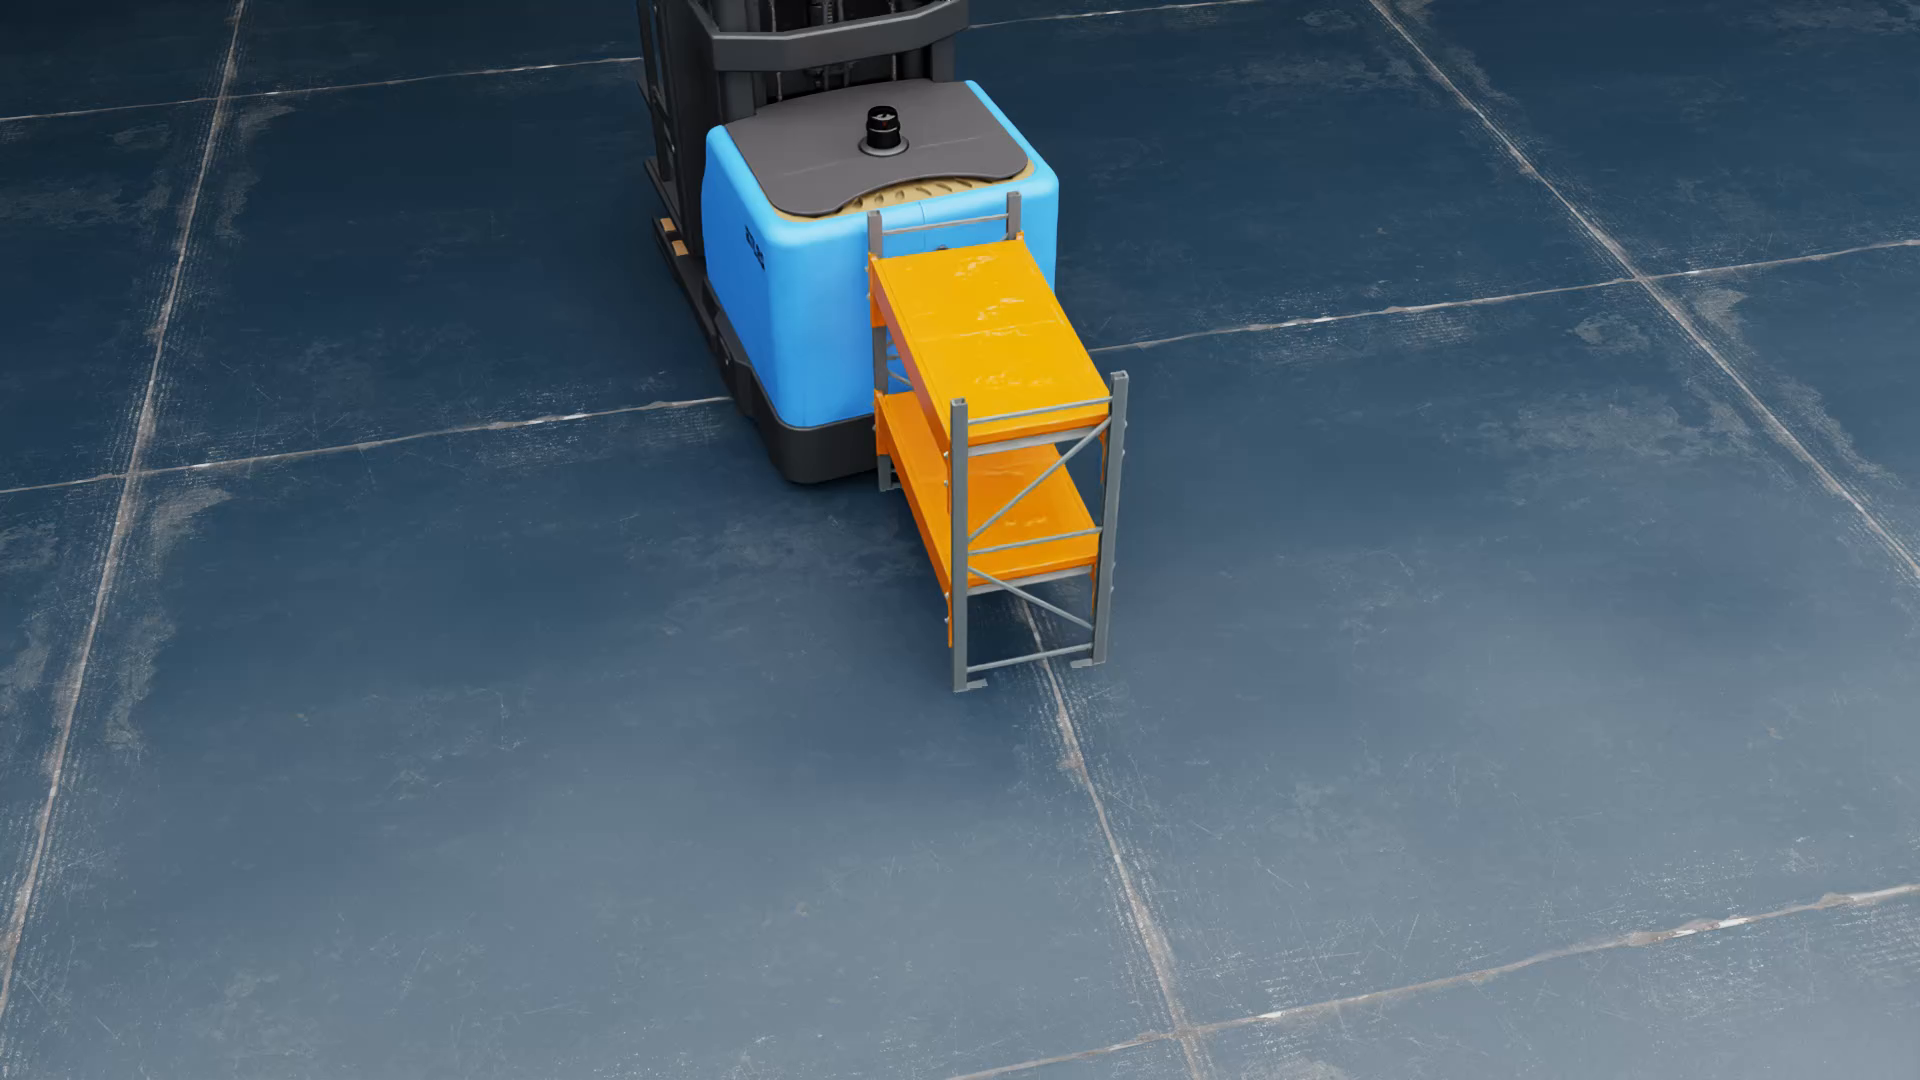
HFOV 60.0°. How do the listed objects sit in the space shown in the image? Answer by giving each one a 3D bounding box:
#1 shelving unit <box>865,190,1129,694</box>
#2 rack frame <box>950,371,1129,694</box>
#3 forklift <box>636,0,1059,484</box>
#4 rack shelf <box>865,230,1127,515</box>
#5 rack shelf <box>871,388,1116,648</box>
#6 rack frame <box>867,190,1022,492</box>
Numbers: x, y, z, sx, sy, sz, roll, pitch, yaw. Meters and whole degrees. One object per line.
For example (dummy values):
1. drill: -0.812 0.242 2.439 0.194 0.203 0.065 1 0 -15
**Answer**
1. shelving unit: 0.085 -0.318 5.261 0.538 1.125 1.048 -10 43 -11
2. rack frame: 0.218 0.007 4.894 0.500 1.125 0.032 -10 43 -11
3. forklift: -0.664 -2.282 6.113 1.130 2.935 3.031 -15 44 -16
4. rack shelf: 0.085 -0.537 5.067 0.538 0.278 1.000 -10 43 -11
5. rack shelf: 0.085 -0.135 5.423 0.538 0.278 1.000 -10 43 -11
6. rack frame: -0.048 -0.644 5.628 0.500 1.125 0.032 -10 43 -11
